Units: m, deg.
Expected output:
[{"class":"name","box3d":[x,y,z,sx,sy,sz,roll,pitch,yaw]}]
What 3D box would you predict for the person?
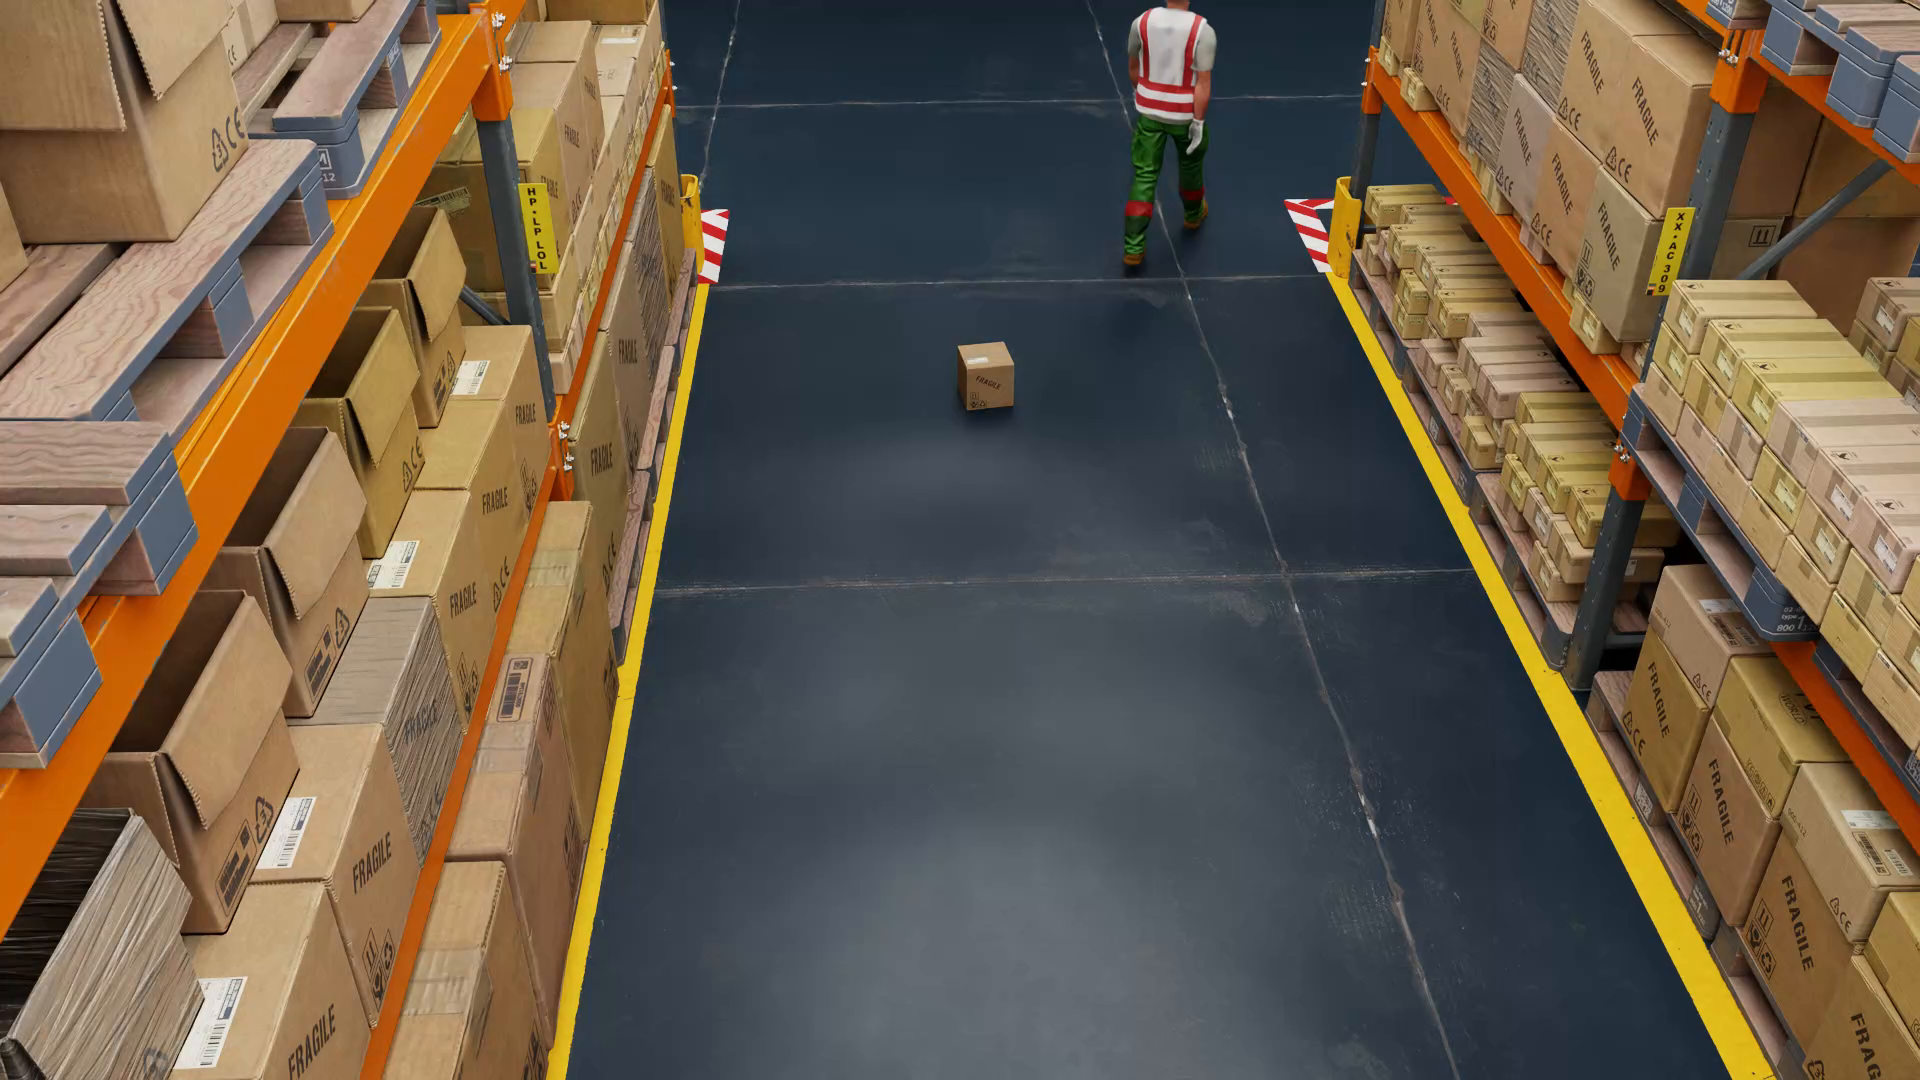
[{"class":"person","box3d":[1.247,-2.567,9.797,0.537,1.738,1.035,12,37,16]}]
